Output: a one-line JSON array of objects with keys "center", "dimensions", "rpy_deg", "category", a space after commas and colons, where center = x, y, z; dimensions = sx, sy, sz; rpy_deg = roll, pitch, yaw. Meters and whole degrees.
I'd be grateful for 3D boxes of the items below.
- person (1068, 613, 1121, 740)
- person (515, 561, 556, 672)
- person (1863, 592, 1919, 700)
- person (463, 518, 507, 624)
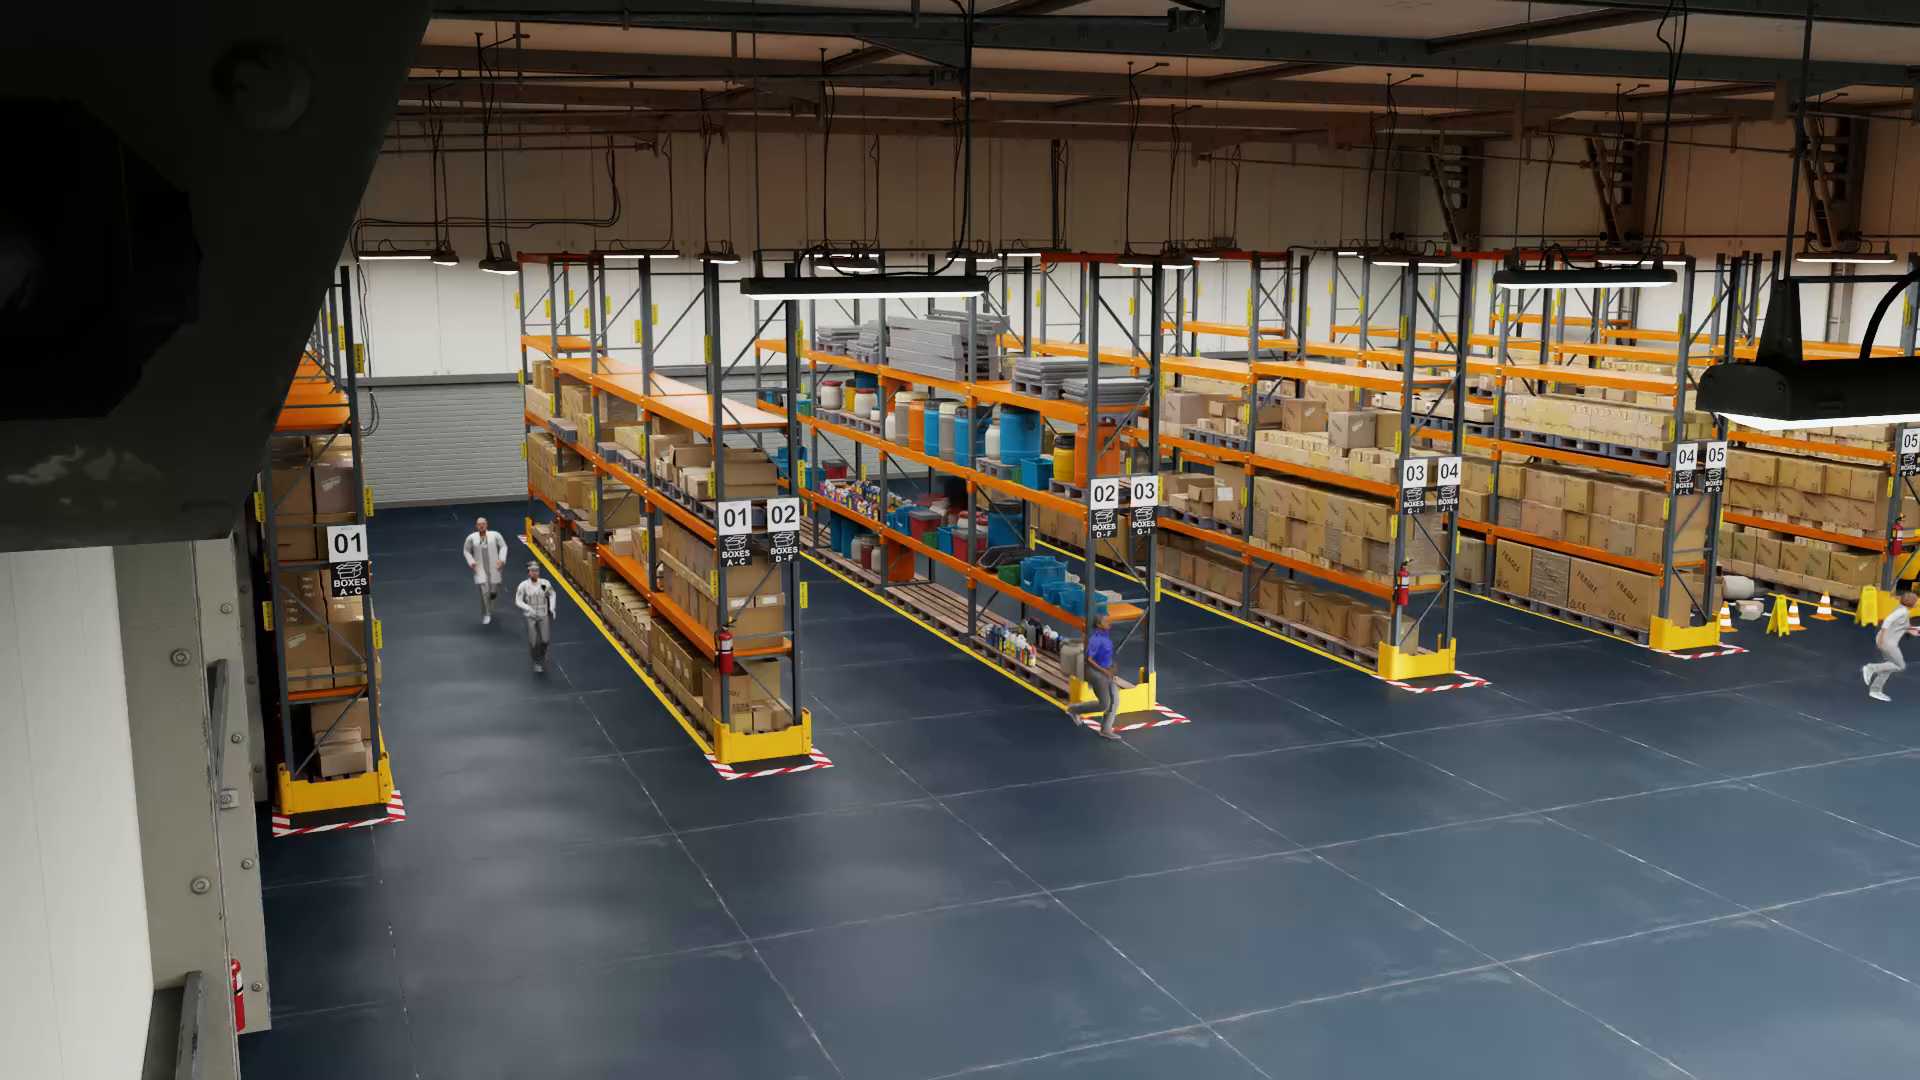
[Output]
[{"center": [1.744, 1.725, 21.183], "dimensions": [0.682, 1.632, 0.588], "rpy_deg": [4, 11, 21], "category": "person"}, {"center": [-6.176, 1.124, 24.311], "dimensions": [0.604, 1.659, 0.531], "rpy_deg": [-4, 11, -21], "category": "person"}, {"center": [12.849, 1.458, 22.925], "dimensions": [0.668, 1.530, 0.527], "rpy_deg": [4, 11, 19], "category": "person"}, {"center": [-7.877, 0.482, 27.633], "dimensions": [0.711, 1.763, 0.718], "rpy_deg": [-3, 11, -16], "category": "person"}]
